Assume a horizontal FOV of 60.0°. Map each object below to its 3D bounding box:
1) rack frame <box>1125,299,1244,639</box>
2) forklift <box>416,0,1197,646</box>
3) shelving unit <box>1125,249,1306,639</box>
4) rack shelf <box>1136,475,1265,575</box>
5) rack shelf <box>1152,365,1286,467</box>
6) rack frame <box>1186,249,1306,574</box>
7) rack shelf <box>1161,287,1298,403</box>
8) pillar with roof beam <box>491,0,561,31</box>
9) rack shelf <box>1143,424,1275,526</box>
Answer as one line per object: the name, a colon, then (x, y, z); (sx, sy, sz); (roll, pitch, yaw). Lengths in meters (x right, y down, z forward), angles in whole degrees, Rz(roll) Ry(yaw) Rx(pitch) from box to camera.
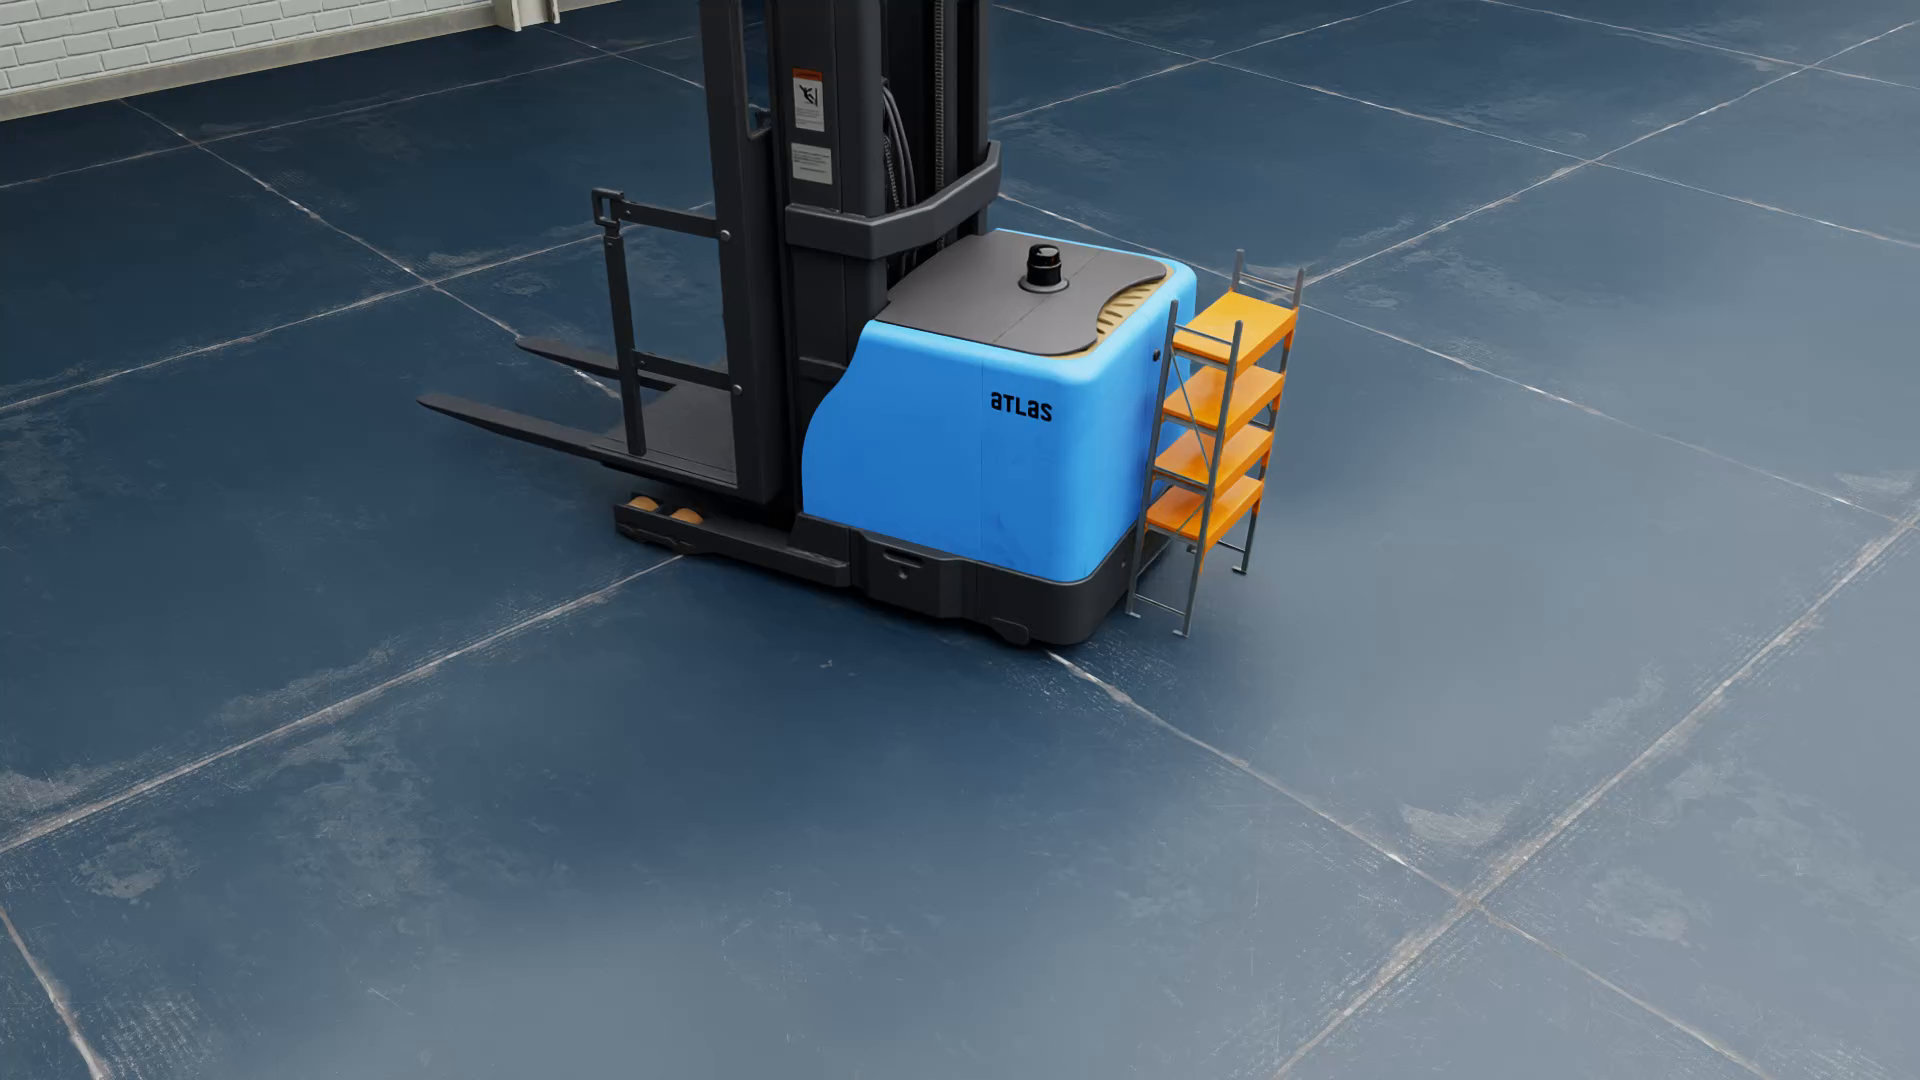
rack frame: (0.718, -0.203, 5.415); (0.240, 1.200, 0.015); (22, 38, 25)
forklift: (-0.715, -1.425, 5.770); (3.031, 2.935, 1.130); (15, 35, 23)
shelving unit: (0.849, -0.311, 5.591); (0.258, 1.200, 0.503); (22, 38, 25)
rack shelf: (0.832, -0.091, 5.738); (0.258, 0.148, 0.480); (22, 38, 25)
rack shelf: (0.858, -0.441, 5.504); (0.258, 0.148, 0.480); (22, 38, 25)
rack frame: (0.979, -0.419, 5.766); (0.240, 1.200, 0.015); (22, 38, 25)
rack shelf: (0.874, -0.637, 5.373); (0.258, 0.148, 0.480); (22, 38, 25)
pillar with roof beam: (-0.378, -6.145, 7.673); (0.400, 9.000, 9.100); (-26, 40, -35)
rack shelf: (0.844, -0.255, 5.628); (0.258, 0.148, 0.480); (22, 38, 25)
